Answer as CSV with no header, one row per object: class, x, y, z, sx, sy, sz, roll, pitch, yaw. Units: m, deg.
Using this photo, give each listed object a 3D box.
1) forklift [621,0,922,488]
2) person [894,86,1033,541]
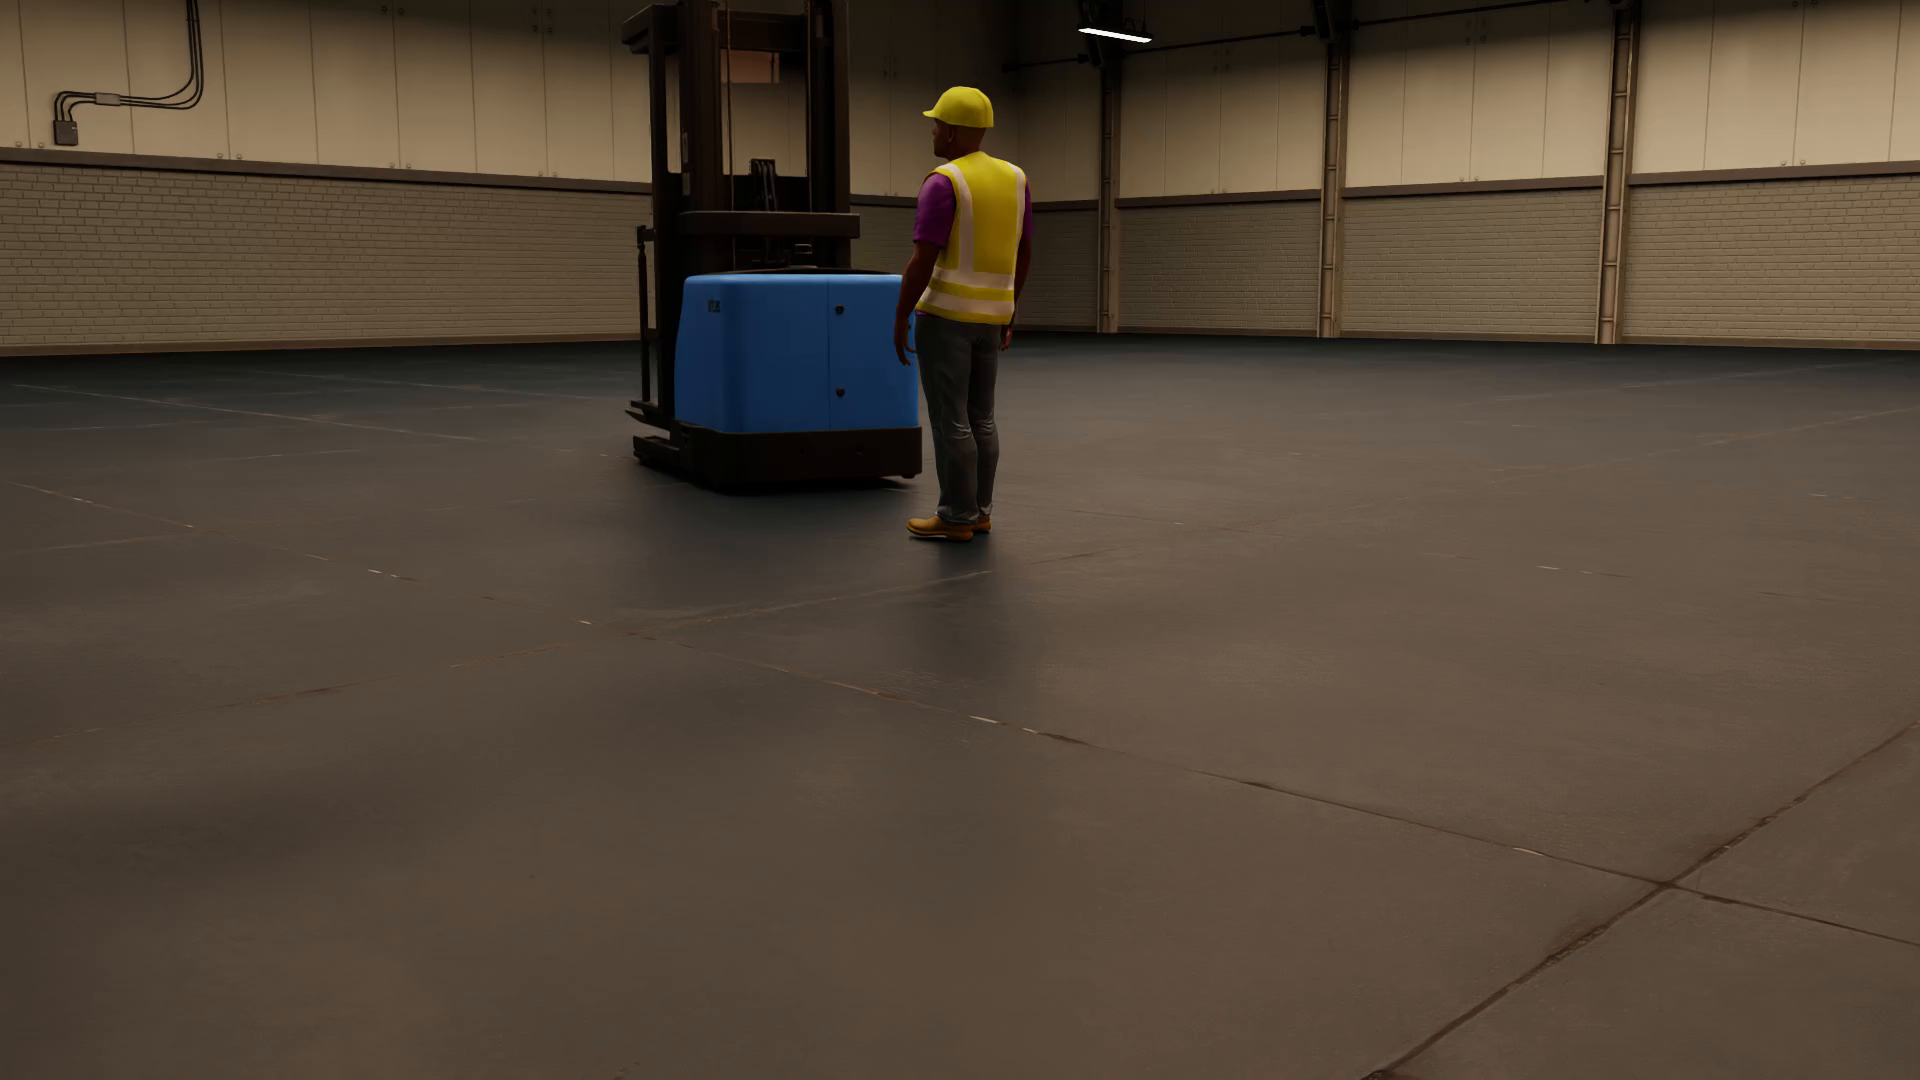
forklift,-1.255,-1.889,9.418,1.130,2.935,3.031,-4,9,-24
person,-0.046,-0.889,6.637,0.575,1.768,0.665,8,12,43
